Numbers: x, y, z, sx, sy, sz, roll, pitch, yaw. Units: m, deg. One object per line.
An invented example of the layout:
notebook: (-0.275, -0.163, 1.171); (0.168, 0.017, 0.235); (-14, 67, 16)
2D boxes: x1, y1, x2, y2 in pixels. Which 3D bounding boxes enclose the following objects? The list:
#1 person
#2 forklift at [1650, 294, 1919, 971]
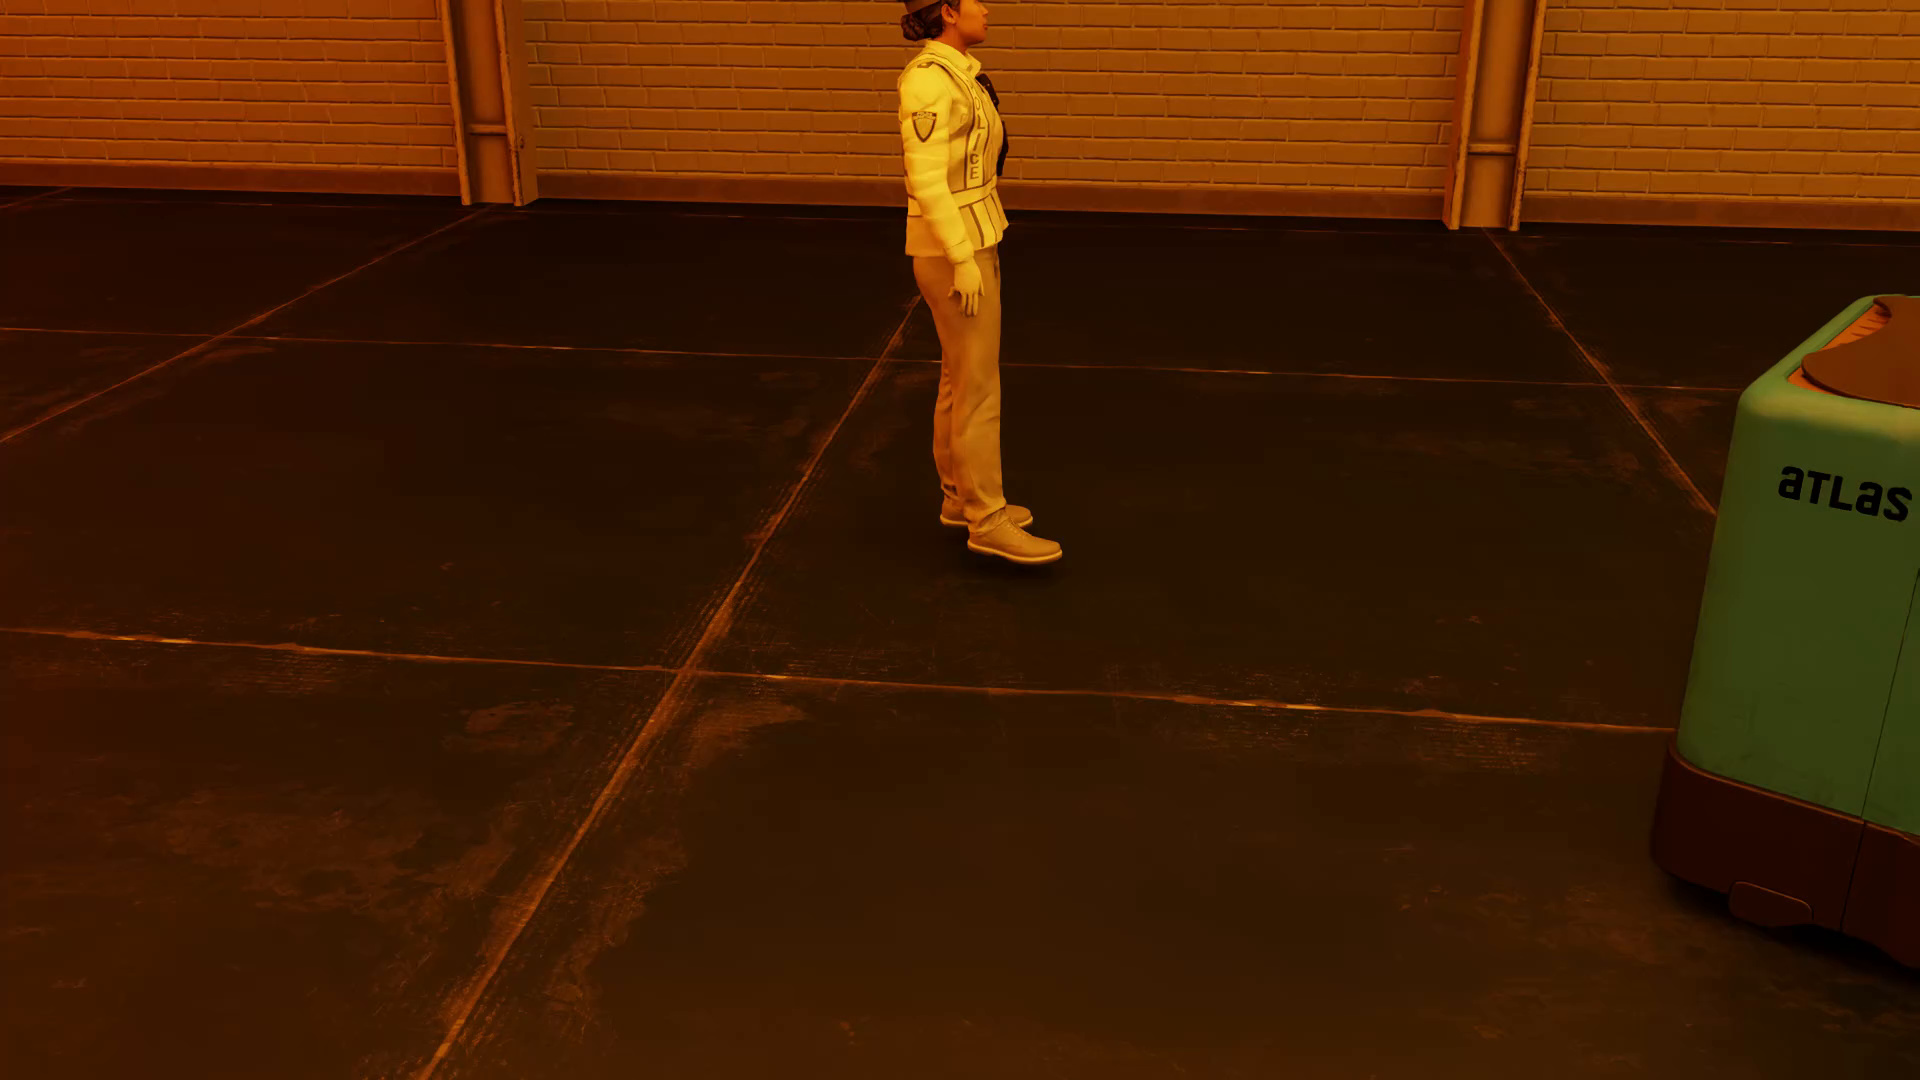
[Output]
person: (0.066, -0.825, 4.829); (0.534, 1.696, 0.587); (3, 22, 7)
forklift: (2.874, -0.438, 2.341); (3.031, 2.935, 1.130); (17, 27, 35)
